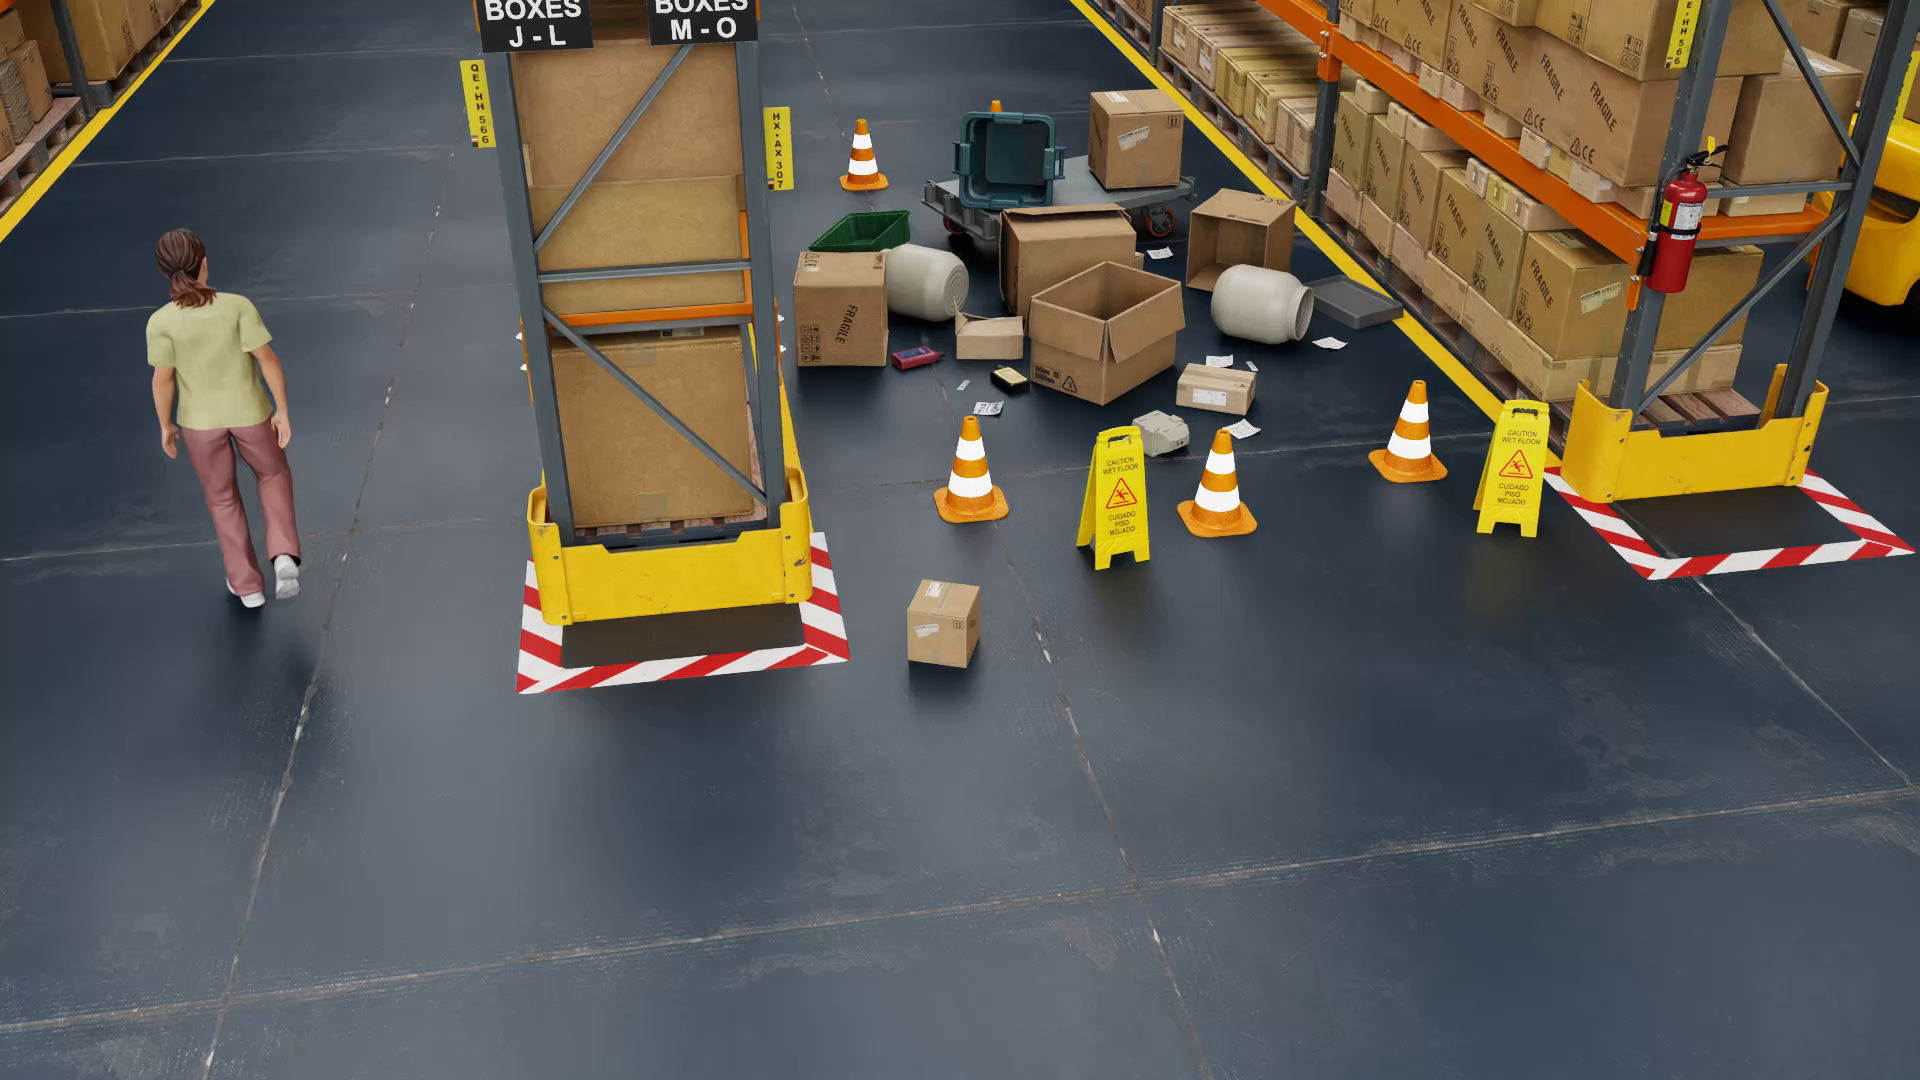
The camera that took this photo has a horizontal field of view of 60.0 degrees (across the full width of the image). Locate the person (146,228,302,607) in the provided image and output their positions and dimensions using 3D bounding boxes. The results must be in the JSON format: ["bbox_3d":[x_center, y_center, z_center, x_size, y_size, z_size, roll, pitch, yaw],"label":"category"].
[{"bbox_3d":[-3.023,-0.460,6.869,0.507,1.664,0.502,-16,34,-25],"label":"person"}]
